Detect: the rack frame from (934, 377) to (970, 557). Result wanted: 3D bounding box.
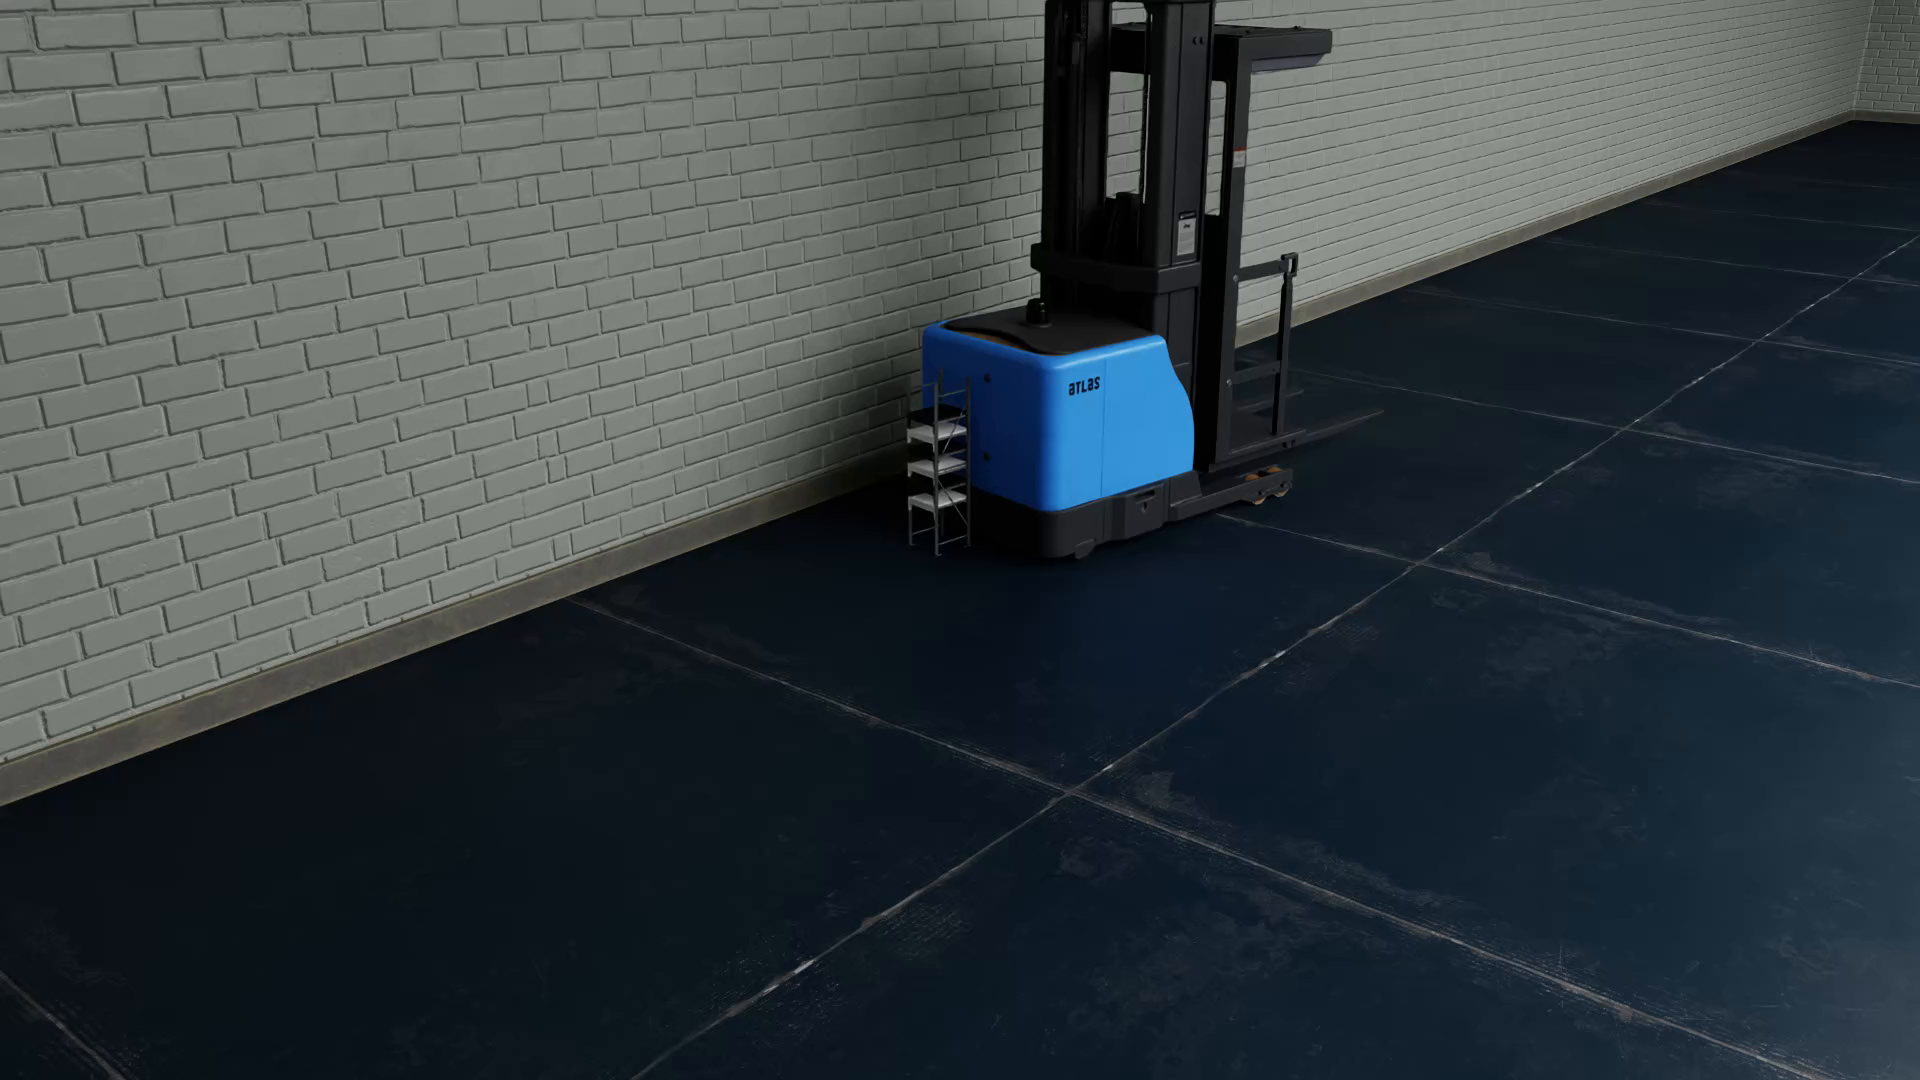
[{"bbox_3d":[-0.038,-0.363,8.355,0.240,0.900,0.006,-18,27,-39],"label":"rack frame"}]

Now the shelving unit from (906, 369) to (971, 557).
[{"bbox_3d":[-0.107,-0.389,8.425,0.258,0.900,0.210,-18,27,-39],"label":"shelving unit"}]

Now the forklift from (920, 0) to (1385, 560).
[{"bbox_3d":[1.231,-1.689,8.994,3.031,2.935,1.130,-17,27,-38],"label":"forklift"}]

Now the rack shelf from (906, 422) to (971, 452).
[{"bbox_3d":[-0.107,-0.527,8.373,0.258,0.077,0.200,-18,27,-39],"label":"rack shelf"}]

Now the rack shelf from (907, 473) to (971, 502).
[{"bbox_3d":[-0.107,-0.274,8.469,0.258,0.077,0.200,-18,27,-39],"label":"rack shelf"}]

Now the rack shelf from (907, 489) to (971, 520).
[{"bbox_3d":[-0.107,-0.190,8.500,0.258,0.077,0.200,-18,27,-39],"label":"rack shelf"}]

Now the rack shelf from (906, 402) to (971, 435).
[{"bbox_3d":[-0.107,-0.611,8.342,0.258,0.077,0.200,-18,27,-39],"label":"rack shelf"}]

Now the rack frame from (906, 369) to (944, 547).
[{"bbox_3d":[-0.176,-0.416,8.495,0.240,0.900,0.006,-18,27,-39],"label":"rack frame"}]

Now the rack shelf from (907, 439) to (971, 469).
[{"bbox_3d":[-0.107,-0.442,8.405,0.258,0.077,0.200,-18,27,-39],"label":"rack shelf"}]

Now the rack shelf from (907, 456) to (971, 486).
[{"bbox_3d":[-0.107,-0.358,8.437,0.258,0.077,0.200,-18,27,-39],"label":"rack shelf"}]
